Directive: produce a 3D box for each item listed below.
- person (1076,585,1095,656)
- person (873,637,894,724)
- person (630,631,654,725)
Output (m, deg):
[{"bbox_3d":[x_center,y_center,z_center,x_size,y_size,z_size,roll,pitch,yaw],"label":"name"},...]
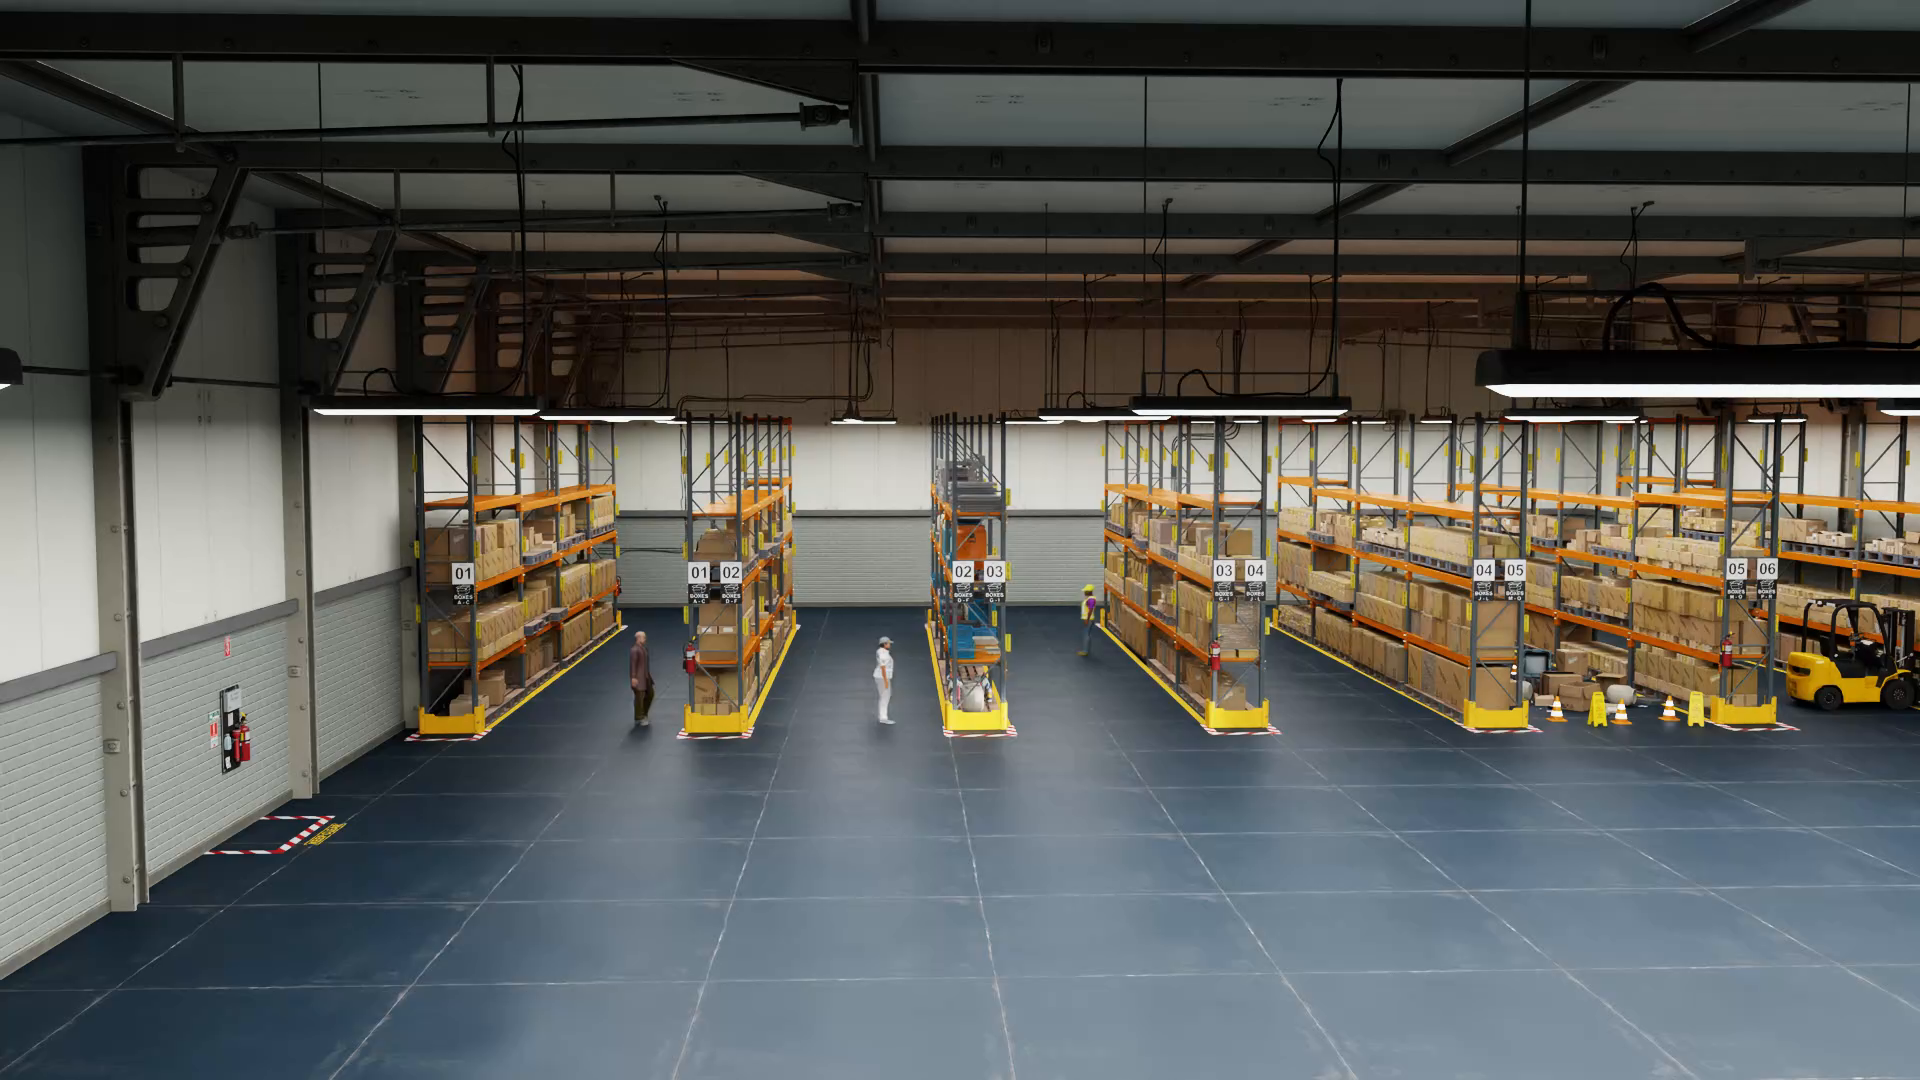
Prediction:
[{"bbox_3d":[3.149,2.005,41.611,0.470,1.769,0.626,0,4,4],"label":"person"},{"bbox_3d":[-1.482,2.744,32.243,0.400,1.749,0.563,0,4,-6],"label":"person"},{"bbox_3d":[-6.150,2.673,32.071,0.458,1.818,0.666,1,4,13],"label":"person"}]
